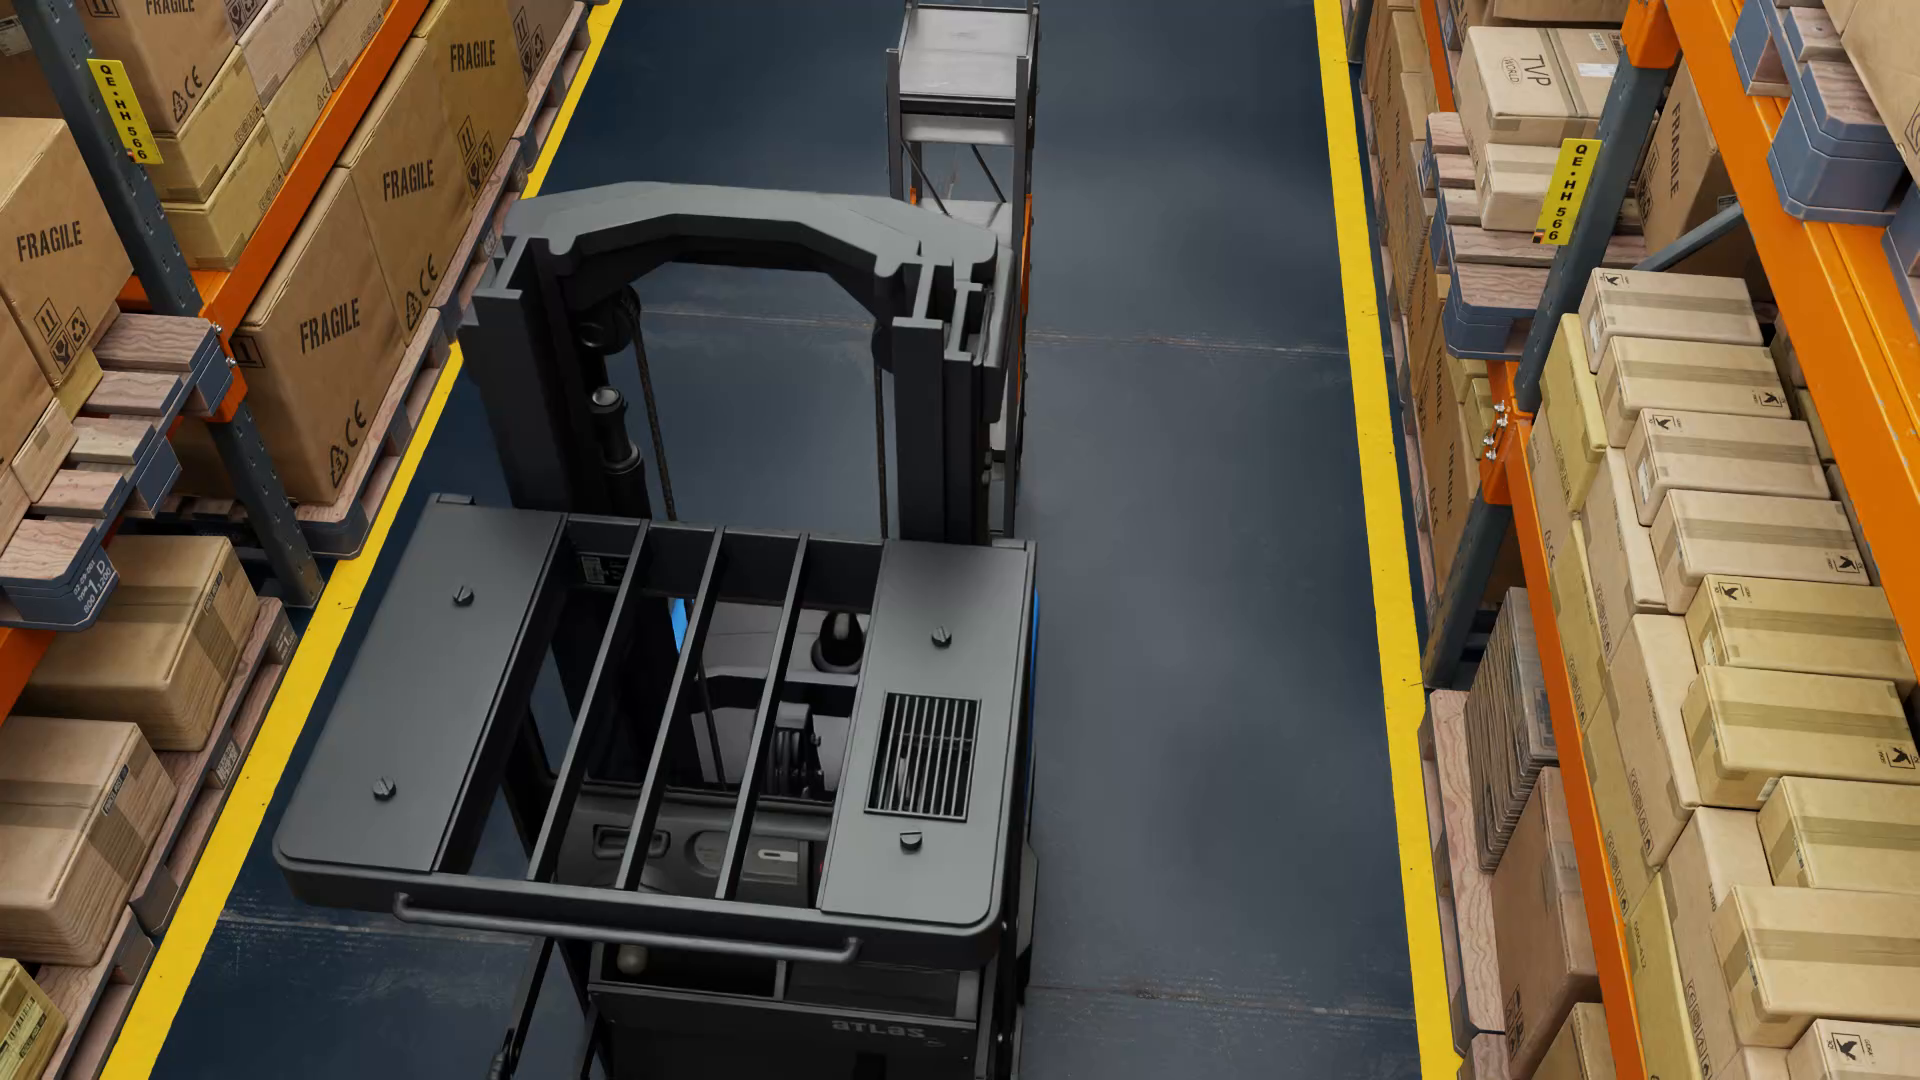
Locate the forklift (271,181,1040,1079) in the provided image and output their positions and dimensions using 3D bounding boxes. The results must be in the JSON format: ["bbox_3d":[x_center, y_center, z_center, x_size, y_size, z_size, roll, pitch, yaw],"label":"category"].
[{"bbox_3d":[-0.437,0.875,3.463,1.130,2.935,3.031,5,48,4],"label":"forklift"}]

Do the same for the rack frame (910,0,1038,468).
[{"bbox_3d":[0.037,-1.010,5.750,0.400,2.100,0.015,4,48,4],"label":"rack frame"}]

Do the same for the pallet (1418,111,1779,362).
[{"bbox_3d":[2.106,-0.942,5.209,1.213,0.211,1.003,4,48,4],"label":"pallet"}]

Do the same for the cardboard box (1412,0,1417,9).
[{"bbox_3d":[2.233,-2.506,7.479,0.380,0.149,0.250,3,48,2],"label":"cardboard box"}]

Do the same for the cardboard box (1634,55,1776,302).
[{"bbox_3d":[2.317,-1.048,4.823,0.500,0.500,0.500,6,48,5],"label":"cardboard box"}]

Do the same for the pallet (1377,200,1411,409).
[{"bbox_3d":[2.334,-1.003,7.025,1.003,0.211,1.213,4,48,4],"label":"pallet"}]

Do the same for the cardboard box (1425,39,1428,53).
[{"bbox_3d":[2.209,-2.115,7.121,0.380,0.149,0.250,3,48,3],"label":"cardboard box"}]

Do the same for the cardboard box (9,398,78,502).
[{"bbox_3d":[-2.556,-0.246,4.328,0.380,0.149,0.250,4,48,3],"label":"cardboard box"}]

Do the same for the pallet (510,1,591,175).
[{"bbox_3d":[-2.460,-2.262,8.175,1.003,0.211,1.213,4,48,4],"label":"pallet"}]

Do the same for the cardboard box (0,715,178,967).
[{"bbox_3d":[-2.950,0.867,4.921,0.950,0.372,0.625,3,48,3],"label":"cardboard box"}]

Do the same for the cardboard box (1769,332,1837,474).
[{"bbox_3d":[2.350,-0.274,4.231,0.500,0.250,0.500,5,48,4],"label":"cardboard box"}]

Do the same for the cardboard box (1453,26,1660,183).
[{"bbox_3d":[1.888,-1.393,5.308,0.500,0.250,0.500,2,48,2],"label":"cardboard box"}]

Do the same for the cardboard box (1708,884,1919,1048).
[{"bbox_3d":[1.594,0.775,3.001,0.380,0.149,0.250,3,48,2],"label":"cardboard box"}]

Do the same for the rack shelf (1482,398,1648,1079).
[{"bbox_3d":[1.932,1.208,3.600,1.077,0.370,4.000,4,48,4],"label":"rack shelf"}]

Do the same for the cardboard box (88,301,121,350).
[{"bbox_3d":[-2.625,-0.636,4.684,0.380,0.149,0.250,5,48,5],"label":"cardboard box"}]

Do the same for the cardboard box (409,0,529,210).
[{"bbox_3d":[-2.516,-2.074,7.270,0.875,0.875,0.875,5,48,5],"label":"cardboard box"}]

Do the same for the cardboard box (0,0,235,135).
[{"bbox_3d":[-2.541,-1.553,4.892,0.500,0.500,0.500,2,48,2],"label":"cardboard box"}]

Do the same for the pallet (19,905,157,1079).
[{"bbox_3d":[-3.016,1.574,4.668,1.003,0.211,1.213,4,48,4],"label":"pallet"}]

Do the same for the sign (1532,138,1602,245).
[{"bbox_3d":[1.573,-0.898,4.308,0.100,0.325,0.005,4,48,4],"label":"sign"}]

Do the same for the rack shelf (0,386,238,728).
[{"bbox_3d":[-3.012,0.877,3.903,1.077,0.370,4.000,4,48,4],"label":"rack shelf"}]

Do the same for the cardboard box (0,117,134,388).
[{"bbox_3d":[-2.594,-0.759,4.357,0.500,0.500,0.500,3,48,2],"label":"cardboard box"}]

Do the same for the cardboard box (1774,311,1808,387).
[{"bbox_3d":[2.286,-0.504,4.171,0.380,0.149,0.250,5,48,5],"label":"cardboard box"}]

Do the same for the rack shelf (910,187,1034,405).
[{"bbox_3d":[0.015,-0.821,5.597,0.431,0.518,0.480,4,48,4],"label":"rack shelf"}]

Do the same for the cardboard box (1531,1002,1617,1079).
[{"bbox_3d":[1.931,1.588,4.089,0.875,0.625,0.625,2,48,2],"label":"cardboard box"}]

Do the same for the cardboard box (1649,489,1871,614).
[{"bbox_3d":[1.760,0.037,3.676,0.380,0.149,0.250,4,48,4],"label":"cardboard box"}]

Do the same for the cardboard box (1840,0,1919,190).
[{"bbox_3d":[1.859,-0.833,2.526,0.700,0.500,0.500,3,48,3],"label":"cardboard box"}]

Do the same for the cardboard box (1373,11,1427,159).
[{"bbox_3d":[2.172,-2.010,7.465,0.500,0.500,0.500,3,48,3],"label":"cardboard box"}]

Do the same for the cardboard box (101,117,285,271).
[{"bbox_3d":[-2.534,-1.128,5.350,0.500,0.250,0.500,3,48,3],"label":"cardboard box"}]

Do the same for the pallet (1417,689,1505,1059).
[{"bbox_3d":[2.000,1.039,5.157,1.003,0.211,1.213,4,48,4],"label":"pallet"}]

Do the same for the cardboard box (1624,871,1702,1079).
[{"bbox_3d":[1.691,0.985,3.418,0.500,0.250,0.500,5,48,5],"label":"cardboard box"}]

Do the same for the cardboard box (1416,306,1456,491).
[{"bbox_3d":[1.995,-0.495,6.079,0.500,0.500,0.500,3,48,3],"label":"cardboard box"}]

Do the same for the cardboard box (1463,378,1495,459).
[{"bbox_3d":[1.907,-0.401,5.554,0.380,0.149,0.250,2,48,2],"label":"cardboard box"}]

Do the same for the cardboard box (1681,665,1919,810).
[{"bbox_3d":[1.685,0.406,3.338,0.380,0.149,0.250,5,48,4],"label":"cardboard box"}]

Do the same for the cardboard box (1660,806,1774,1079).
[{"bbox_3d":[1.696,0.815,3.234,0.500,0.250,0.500,4,48,4],"label":"cardboard box"}]

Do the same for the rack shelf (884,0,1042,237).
[{"bbox_3d":[0.015,-1.294,5.080,0.431,0.518,0.480,4,48,4],"label":"rack shelf"}]

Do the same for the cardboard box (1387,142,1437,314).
[{"bbox_3d":[2.068,-1.262,6.781,0.500,0.500,0.500,2,48,2],"label":"cardboard box"}]

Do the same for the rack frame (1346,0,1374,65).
[{"bbox_3d":[2.479,-3.444,7.367,1.000,3.000,0.127,4,48,4],"label":"rack frame"}]

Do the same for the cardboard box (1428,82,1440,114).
[{"bbox_3d":[2.124,-1.751,6.789,0.380,0.149,0.250,5,48,5],"label":"cardboard box"}]

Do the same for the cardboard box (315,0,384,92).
[{"bbox_3d":[-2.451,-1.891,6.049,0.500,0.250,0.500,5,48,5],"label":"cardboard box"}]

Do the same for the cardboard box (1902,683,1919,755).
[{"bbox_3d":[2.257,0.470,3.550,0.500,0.250,0.500,4,48,3],"label":"cardboard box"}]

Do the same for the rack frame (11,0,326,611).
[{"bbox_3d":[-2.829,-0.835,4.981,1.000,3.000,0.127,4,48,4],"label":"rack frame"}]

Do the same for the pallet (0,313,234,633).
[{"bbox_3d":[-2.788,-0.240,4.567,1.213,0.211,1.003,4,48,4],"label":"pallet"}]

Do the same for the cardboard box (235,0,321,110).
[{"bbox_3d":[-2.489,-1.689,5.525,0.500,0.250,0.500,5,48,4],"label":"cardboard box"}]

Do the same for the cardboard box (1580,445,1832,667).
[{"bbox_3d":[1.784,0.055,3.930,0.500,0.250,0.500,5,48,5],"label":"cardboard box"}]

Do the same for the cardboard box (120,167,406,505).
[{"bbox_3d":[-2.684,-0.762,6.070,0.875,0.875,0.875,3,48,3],"label":"cardboard box"}]

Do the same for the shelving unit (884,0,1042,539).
[{"bbox_3d":[0.015,-0.830,5.586,0.431,2.100,0.503,4,48,4],"label":"shelving unit"}]

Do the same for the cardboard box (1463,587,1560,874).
[{"bbox_3d":[2.044,0.613,4.982,0.875,0.625,0.625,5,48,5],"label":"cardboard box"}]

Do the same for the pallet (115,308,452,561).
[{"bbox_3d":[-2.682,-0.469,6.536,1.003,0.211,1.213,4,48,4],"label":"pallet"}]

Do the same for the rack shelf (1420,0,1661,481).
[{"bbox_3d":[2.296,-1.731,6.288,1.077,0.370,4.000,4,48,4],"label":"rack shelf"}]

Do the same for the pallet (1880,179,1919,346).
[{"bbox_3d":[2.042,-0.126,2.428,1.003,0.211,1.213,6,48,5],"label":"pallet"}]

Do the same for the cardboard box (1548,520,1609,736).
[{"bbox_3d":[1.780,0.225,4.113,0.500,0.250,0.500,3,48,3],"label":"cardboard box"}]

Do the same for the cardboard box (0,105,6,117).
[{"bbox_3d":[-3.043,-1.604,4.939,0.500,0.500,0.500,3,48,2],"label":"cardboard box"}]

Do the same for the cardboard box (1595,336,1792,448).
[{"bbox_3d":[1.769,-0.346,4.027,0.380,0.149,0.250,5,48,4],"label":"cardboard box"}]
